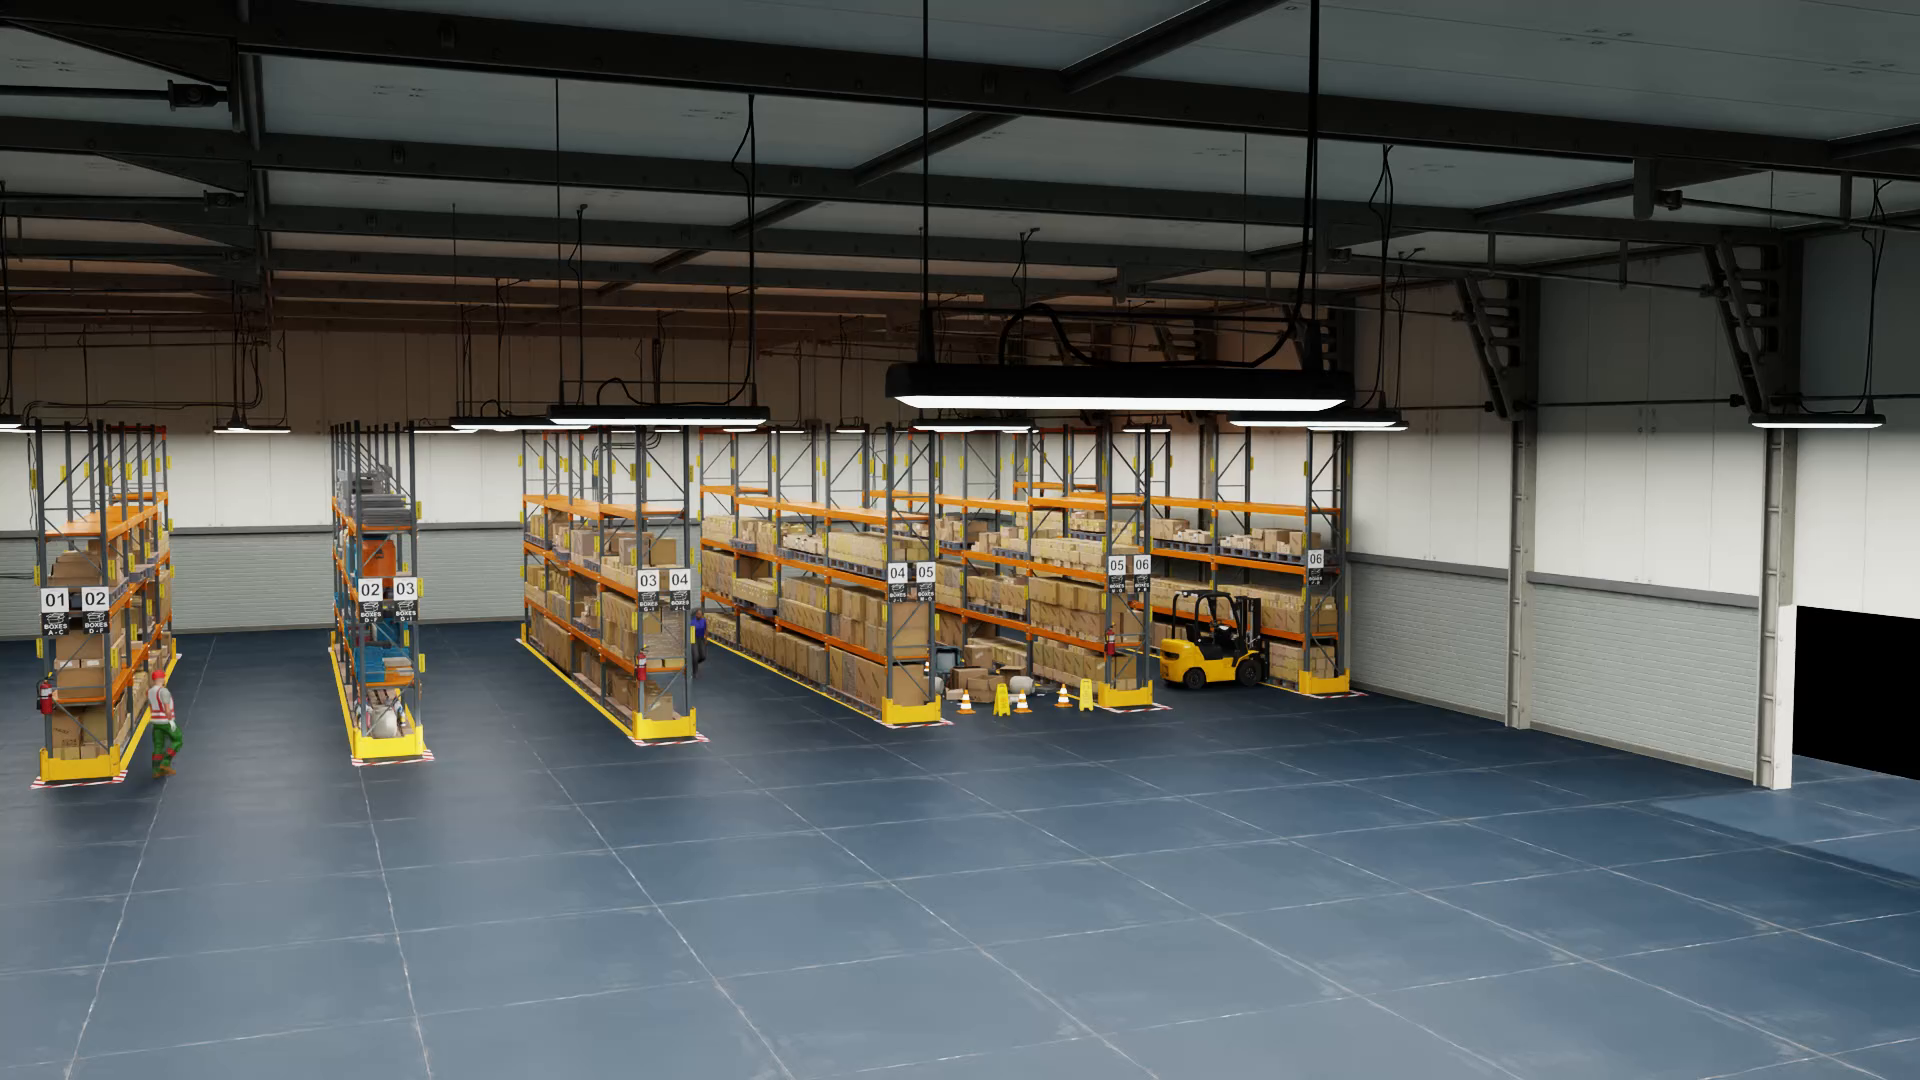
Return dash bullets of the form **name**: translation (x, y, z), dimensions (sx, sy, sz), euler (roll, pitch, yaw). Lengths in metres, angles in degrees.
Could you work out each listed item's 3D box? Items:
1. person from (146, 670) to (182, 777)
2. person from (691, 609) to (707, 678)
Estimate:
- **person**: translation (-13.423, 3.076, 27.958), dimensions (0.656, 1.766, 0.455), euler (1, 4, 21)
- **person**: translation (-6.308, 2.439, 39.677), dimensions (0.526, 1.638, 0.589), euler (-2, 4, -34)
